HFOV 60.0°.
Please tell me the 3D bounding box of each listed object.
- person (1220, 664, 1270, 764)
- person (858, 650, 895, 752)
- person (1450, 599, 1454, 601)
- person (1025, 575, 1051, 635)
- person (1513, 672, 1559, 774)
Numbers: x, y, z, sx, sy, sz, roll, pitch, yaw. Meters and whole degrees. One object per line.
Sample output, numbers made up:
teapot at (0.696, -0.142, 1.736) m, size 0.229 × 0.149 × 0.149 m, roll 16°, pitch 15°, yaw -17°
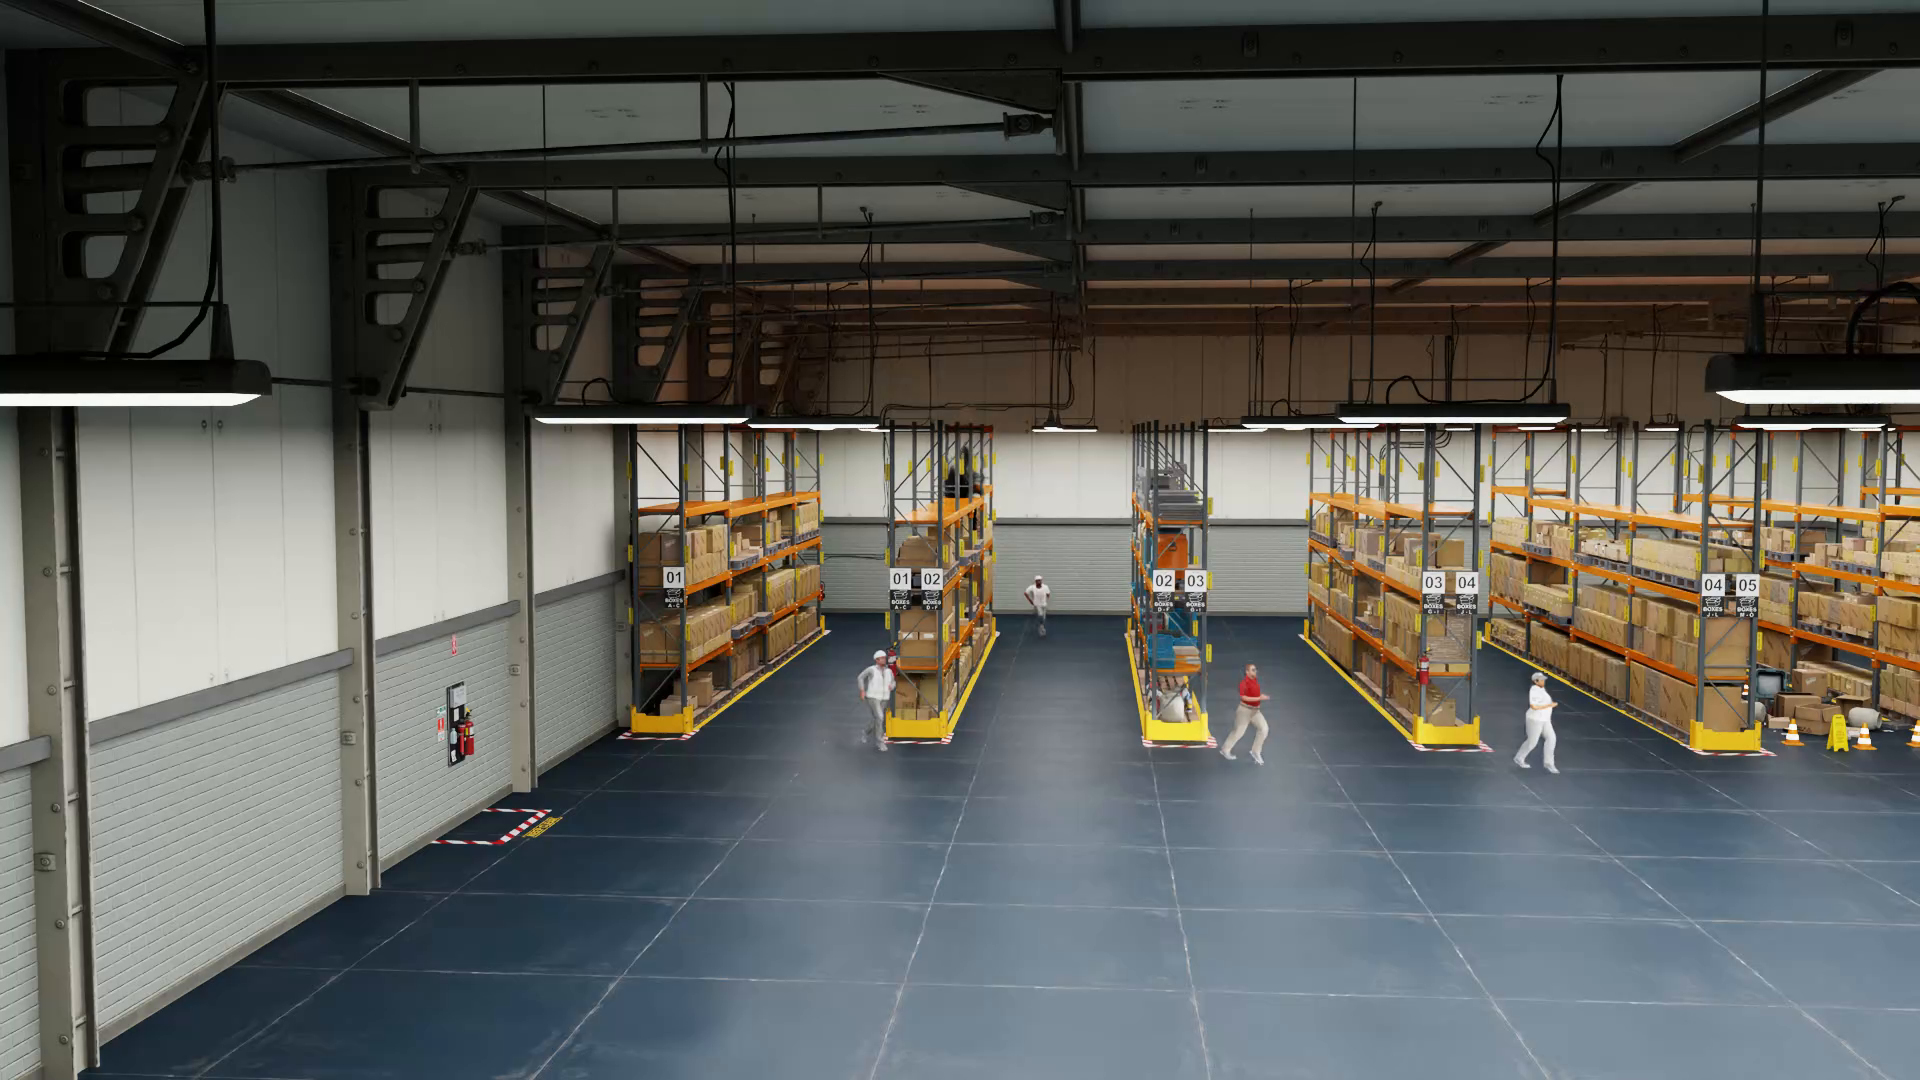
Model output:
person at (5.019, 3.037, 29.015) m, size 0.914 × 1.779 × 0.672 m, roll 3°, pitch 5°, yaw 40°
person at (-1.452, 2.907, 30.392) m, size 0.662 × 1.761 × 0.887 m, roll -3°, pitch 5°, yaw -38°
person at (13.443, 1.891, 46.465) m, size 0.761 × 1.747 × 0.935 m, roll 3°, pitch 5°, yaw 38°
person at (2.233, 1.850, 46.816) m, size 0.693 × 1.722 × 0.778 m, roll -1°, pitch 4°, yaw -21°
person at (9.807, 3.102, 28.232) m, size 0.707 × 1.722 × 0.588 m, roll 3°, pitch 5°, yaw 42°
